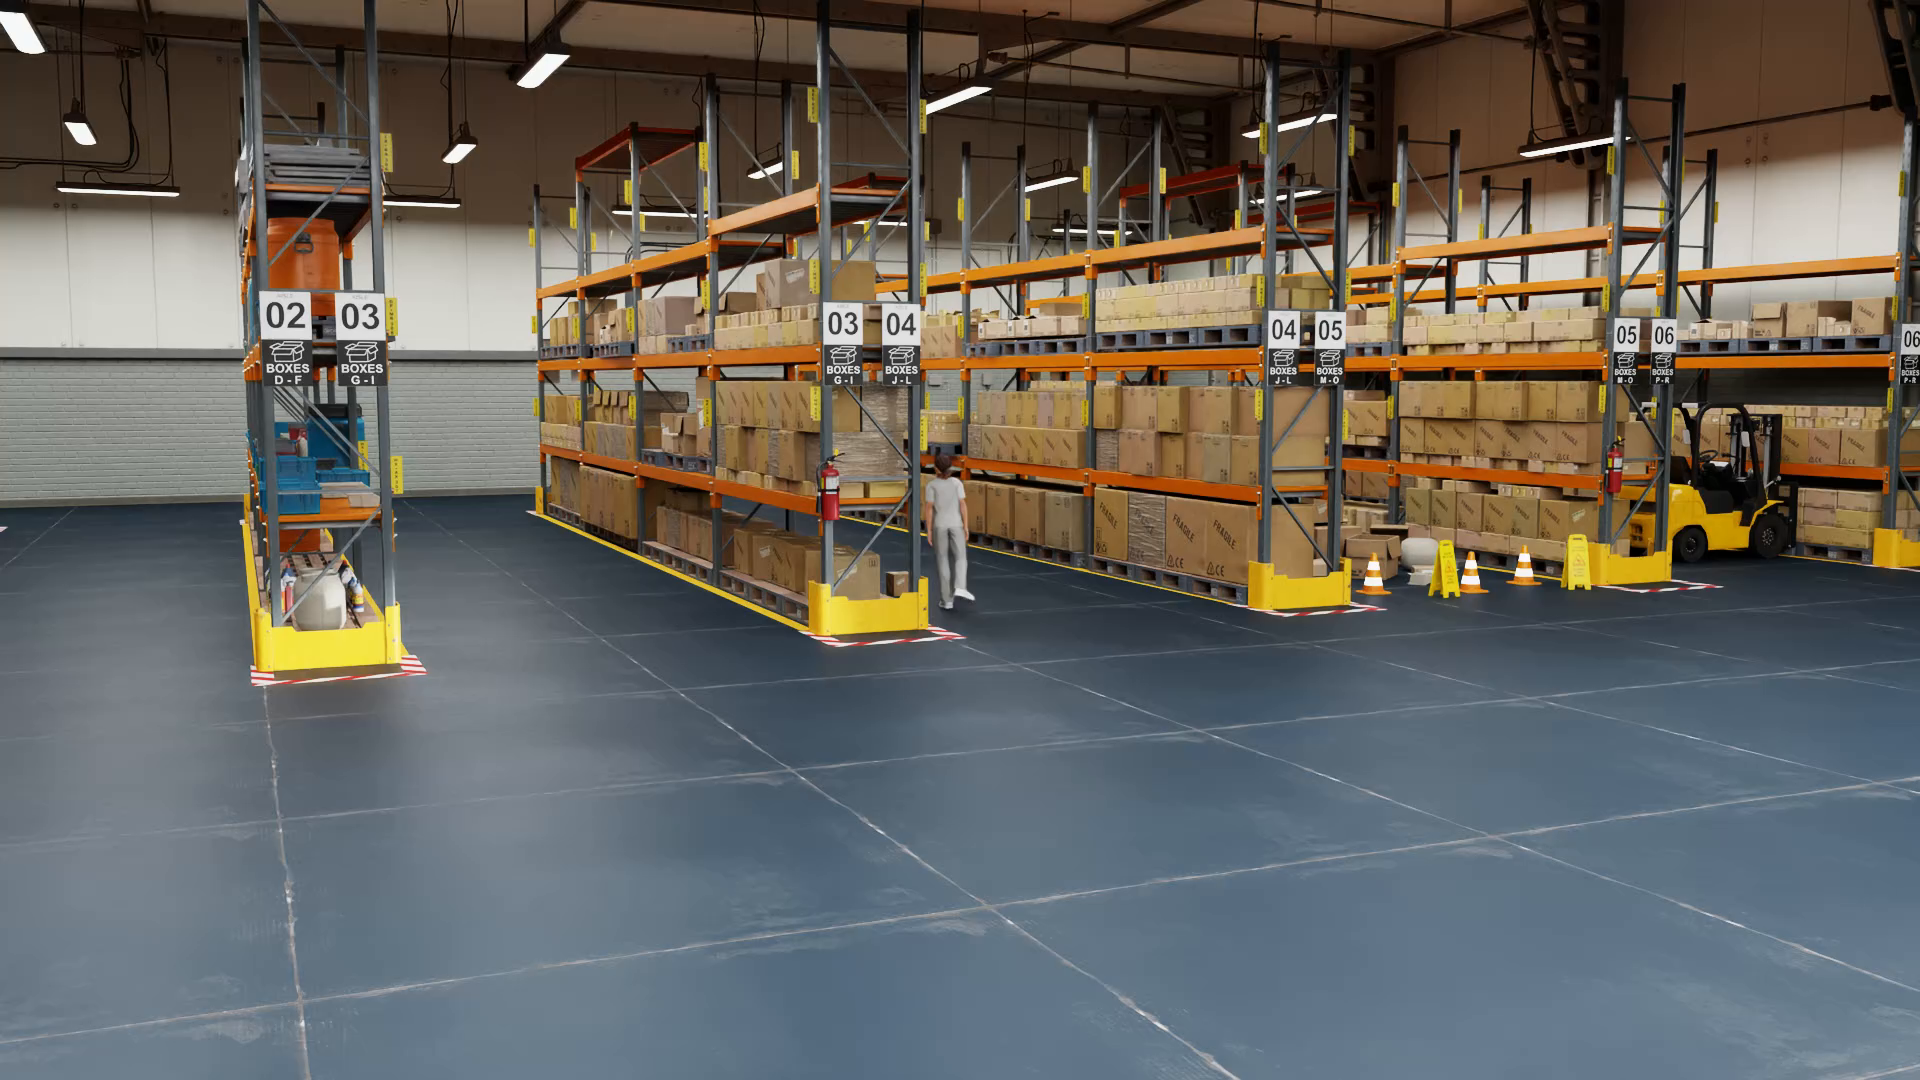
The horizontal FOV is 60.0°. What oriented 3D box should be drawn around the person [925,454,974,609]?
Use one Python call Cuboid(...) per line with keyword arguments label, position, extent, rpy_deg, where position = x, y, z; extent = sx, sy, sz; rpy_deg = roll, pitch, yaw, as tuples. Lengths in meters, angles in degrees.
Cuboid(label="person", position=(-0.116, -0.087, 17.890), extent=(0.516, 1.667, 0.528), rpy_deg=(-1, 6, -8))
